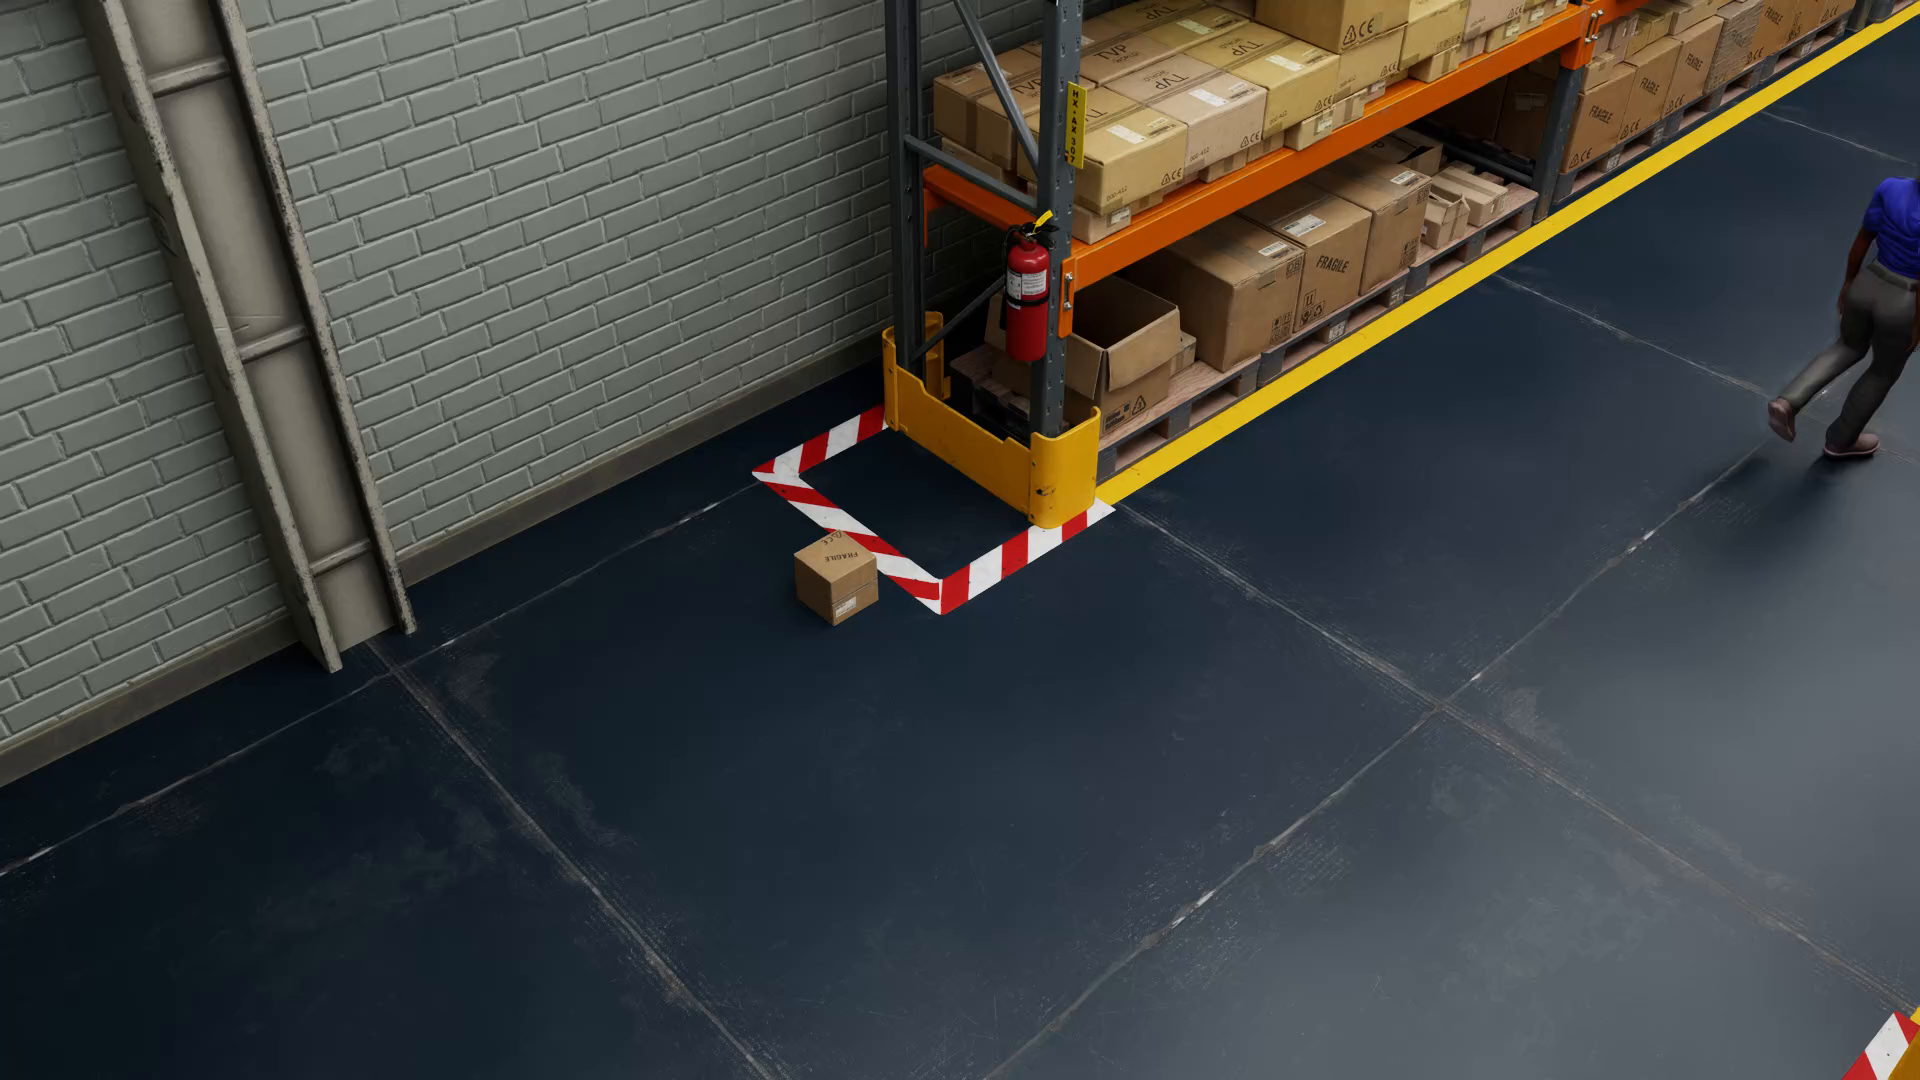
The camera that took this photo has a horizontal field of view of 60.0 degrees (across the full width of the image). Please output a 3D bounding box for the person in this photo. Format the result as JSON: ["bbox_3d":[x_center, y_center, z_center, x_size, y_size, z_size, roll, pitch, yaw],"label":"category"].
[{"bbox_3d":[4.081,-1.053,7.383,0.583,1.641,0.446,-15,42,-17],"label":"person"}]
